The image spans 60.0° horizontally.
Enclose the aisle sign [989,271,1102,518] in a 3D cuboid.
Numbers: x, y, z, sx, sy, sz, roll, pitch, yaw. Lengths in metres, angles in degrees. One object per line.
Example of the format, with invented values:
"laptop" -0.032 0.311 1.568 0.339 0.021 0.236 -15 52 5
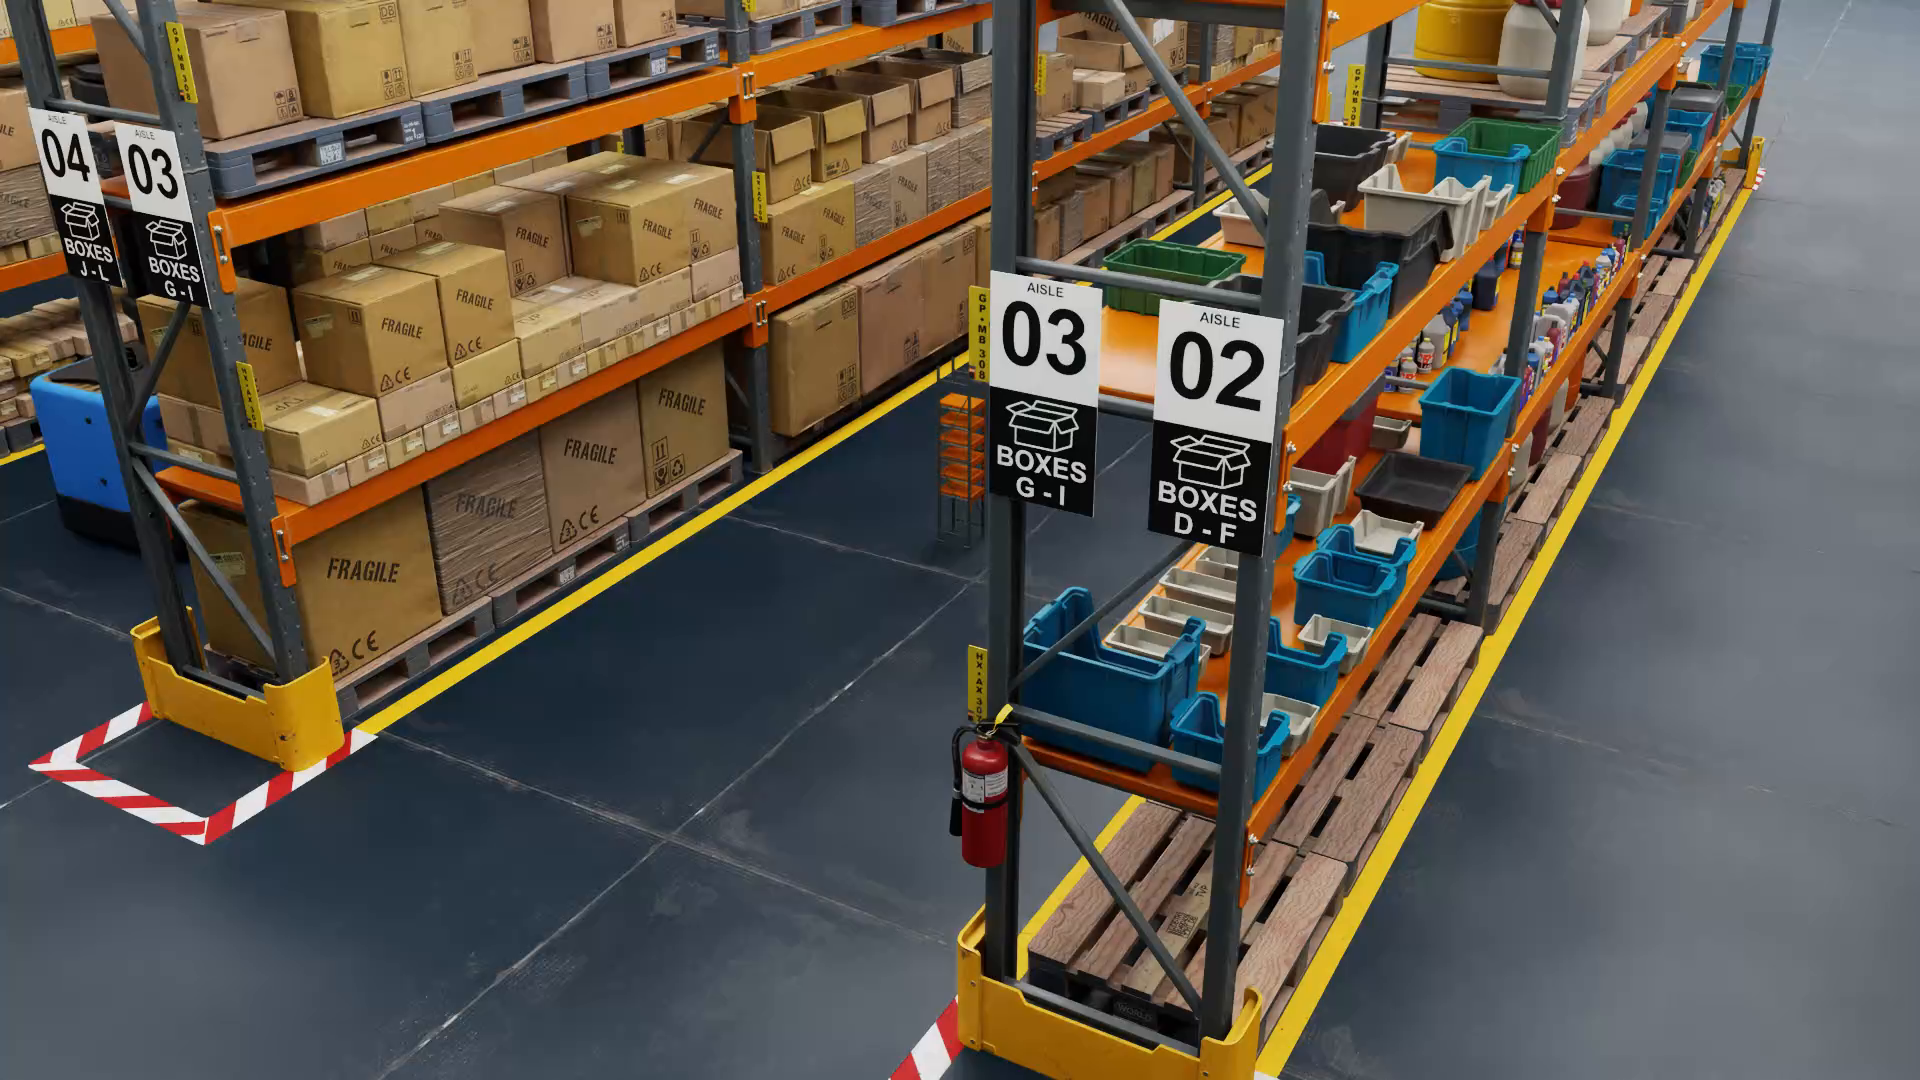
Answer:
"aisle sign" 0.271 -0.470 5.435 0.394 0.787 0.004 14 30 26

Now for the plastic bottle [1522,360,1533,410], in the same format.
"plastic bottle" 3.146 -0.879 9.286 0.061 0.283 0.133 14 30 26

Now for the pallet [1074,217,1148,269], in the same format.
"pallet" 1.171 -3.011 16.529 1.003 0.211 1.213 14 30 26

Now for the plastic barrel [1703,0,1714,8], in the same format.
"plastic barrel" 5.412 -4.450 12.457 0.600 0.830 0.708 14 30 26

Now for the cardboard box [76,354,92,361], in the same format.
"cardboard box" -6.635 -1.410 12.598 0.380 0.149 0.250 13 29 24

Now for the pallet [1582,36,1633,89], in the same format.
"pallet" 3.385 -2.857 9.966 1.003 0.211 1.213 14 30 26

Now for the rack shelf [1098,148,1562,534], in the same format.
"rack shelf" 1.545 -1.071 6.990 1.077 0.370 4.000 14 30 26

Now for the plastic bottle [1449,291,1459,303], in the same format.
"plastic bottle" 3.050 -1.481 10.497 0.152 0.276 0.135 14 30 26

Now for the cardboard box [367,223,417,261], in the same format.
"cardboard box" -5.199 -2.559 14.834 0.500 0.500 0.500 16 31 28

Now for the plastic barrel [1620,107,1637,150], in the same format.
"plastic barrel" 5.442 -3.398 14.036 0.433 0.535 0.433 0 27 0

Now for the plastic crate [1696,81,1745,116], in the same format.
"plastic crate" 7.378 -4.320 16.266 0.450 0.188 0.662 14 30 26

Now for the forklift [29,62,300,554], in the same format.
"forklift" -4.716 -1.846 11.162 1.130 2.935 3.031 13 29 24

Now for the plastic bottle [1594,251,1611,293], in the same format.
"plastic bottle" 4.291 -1.797 11.134 0.097 0.271 0.097 0 27 0

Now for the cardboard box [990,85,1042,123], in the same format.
"cardboard box" 0.415 -3.932 14.672 0.500 0.500 0.500 10 28 20

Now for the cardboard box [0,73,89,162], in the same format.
"cardboard box" -6.561 -3.036 11.902 0.500 0.500 0.500 15 30 27

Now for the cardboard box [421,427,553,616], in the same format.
"cardboard box" -3.058 -0.222 9.746 0.875 0.875 0.875 14 30 26

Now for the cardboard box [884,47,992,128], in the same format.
"cardboard box" -0.189 -3.692 13.542 0.797 0.503 0.637 15 30 28

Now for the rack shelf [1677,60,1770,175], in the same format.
"rack shelf" 7.448 -4.406 17.004 1.077 0.370 4.000 14 30 26

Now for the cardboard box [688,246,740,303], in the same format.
"cardboard box" -1.772 -1.757 10.744 0.500 0.250 0.500 14 30 25

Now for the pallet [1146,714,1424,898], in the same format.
"pallet" 1.602 1.189 8.139 1.003 0.211 1.213 14 30 26

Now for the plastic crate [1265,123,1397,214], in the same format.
"plastic crate" 1.679 -1.690 7.569 0.497 0.269 0.590 14 30 26

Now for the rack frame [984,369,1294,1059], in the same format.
"rack frame" 0.561 0.729 5.944 1.000 3.000 0.127 14 30 26

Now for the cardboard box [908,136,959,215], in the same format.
"cardboard box" -0.345 -2.882 13.044 0.500 0.500 0.500 13 29 24

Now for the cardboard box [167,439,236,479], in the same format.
"cardboard box" -3.862 -0.461 8.601 0.380 0.149 0.250 15 30 27

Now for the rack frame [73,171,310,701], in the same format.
"rack frame" -3.751 -0.362 8.123 1.000 3.000 0.127 14 30 26

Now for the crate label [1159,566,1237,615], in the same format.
"crate label" 1.076 0.238 7.151 0.396 0.136 0.243 14 30 26

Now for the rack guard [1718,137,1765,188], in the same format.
"rack guard" 8.436 -4.349 18.880 1.175 0.500 0.348 14 30 26

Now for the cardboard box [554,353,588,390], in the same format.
"cardboard box" -2.406 -1.018 9.713 0.380 0.149 0.250 15 30 27

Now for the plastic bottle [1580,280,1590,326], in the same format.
"plastic bottle" 3.950 -1.516 10.558 0.061 0.283 0.133 14 30 26

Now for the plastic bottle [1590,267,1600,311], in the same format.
"plastic bottle" 4.107 -1.640 10.806 0.061 0.283 0.133 14 30 26

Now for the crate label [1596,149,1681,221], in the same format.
"crate label" 5.221 -2.733 12.819 0.502 0.435 0.616 14 30 26

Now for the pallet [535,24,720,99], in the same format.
"pallet" -2.195 -2.906 9.953 1.003 0.211 1.213 14 30 26

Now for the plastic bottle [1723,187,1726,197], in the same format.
"plastic bottle" 7.910 -3.640 17.305 0.097 0.201 0.097 0 27 0

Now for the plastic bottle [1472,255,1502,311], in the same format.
"plastic bottle" 3.437 -1.687 10.824 0.144 0.351 0.185 14 30 26

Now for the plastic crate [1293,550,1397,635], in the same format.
"plastic crate" 1.617 0.240 7.040 0.416 0.233 0.300 14 30 26

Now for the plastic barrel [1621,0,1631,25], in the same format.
"plastic barrel" 4.097 -3.406 10.538 0.301 0.262 0.301 0 27 0

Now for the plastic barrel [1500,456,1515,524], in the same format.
"plastic barrel" 3.160 -0.564 10.401 0.600 0.901 0.708 14 30 26

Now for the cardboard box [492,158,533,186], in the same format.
"cardboard box" -4.431 -3.493 15.863 0.500 0.250 0.500 15 30 27

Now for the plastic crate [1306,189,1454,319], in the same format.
"plastic crate" 1.552 -1.120 6.355 0.504 0.338 0.767 14 30 26

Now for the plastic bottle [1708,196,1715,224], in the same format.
"plastic bottle" 7.433 -3.282 16.499 0.061 0.283 0.133 16 31 28

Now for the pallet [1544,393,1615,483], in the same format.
"pallet" 4.145 -0.826 12.164 1.003 0.211 1.213 14 30 26

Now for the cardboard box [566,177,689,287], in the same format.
"cardboard box" -2.027 -1.890 10.172 0.500 0.500 0.500 15 30 27

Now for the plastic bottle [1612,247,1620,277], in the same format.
"plastic bottle" 4.483 -1.918 11.452 0.097 0.201 0.097 0 27 0

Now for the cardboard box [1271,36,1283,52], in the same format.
"cardboard box" 3.513 -5.721 19.109 0.380 0.149 0.250 14 30 26

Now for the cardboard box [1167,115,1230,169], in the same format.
"cardboard box" 2.659 -4.481 18.673 0.500 0.500 0.500 -22 34 -37

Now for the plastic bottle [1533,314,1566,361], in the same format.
"plastic bottle" 3.544 -1.232 9.999 0.152 0.276 0.135 14 30 26

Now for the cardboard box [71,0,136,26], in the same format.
"cardboard box" -6.314 -3.884 11.975 0.500 0.250 0.500 14 30 26

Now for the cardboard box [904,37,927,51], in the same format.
"cardboard box" -0.856 -6.345 21.978 0.875 0.875 0.875 14 30 25

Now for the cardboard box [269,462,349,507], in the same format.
"cardboard box" -3.289 -0.316 8.310 0.380 0.149 0.250 15 30 27

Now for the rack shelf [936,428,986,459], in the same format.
"rack shelf" 0.007 -0.610 10.459 0.258 0.103 0.180 14 30 26

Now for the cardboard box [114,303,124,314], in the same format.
"cardboard box" -6.403 -1.745 12.936 0.380 0.149 0.250 15 30 28

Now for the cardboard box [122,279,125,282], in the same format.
"cardboard box" -6.589 -2.049 13.543 0.380 0.149 0.250 16 31 29

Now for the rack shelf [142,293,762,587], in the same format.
"rack shelf" -2.767 -0.820 9.841 1.077 0.370 4.000 14 30 26

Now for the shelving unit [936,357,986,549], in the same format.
"shelving unit" 0.007 -0.542 10.493 0.258 1.200 0.189 14 30 26

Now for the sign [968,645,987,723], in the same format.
"sign" 0.074 0.541 6.137 0.100 0.325 0.005 14 30 26

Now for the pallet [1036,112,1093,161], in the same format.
"pallet" 0.442 -3.695 14.995 1.213 0.211 1.003 14 30 26

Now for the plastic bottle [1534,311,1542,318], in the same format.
"plastic bottle" 3.540 -1.309 10.237 0.097 0.201 0.097 0 27 0

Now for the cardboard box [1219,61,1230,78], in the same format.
"cardboard box" 2.654 -5.039 17.745 0.380 0.149 0.250 14 30 26

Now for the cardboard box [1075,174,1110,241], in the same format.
"cardboard box" 1.031 -3.266 16.224 0.700 0.500 0.500 17 31 30
